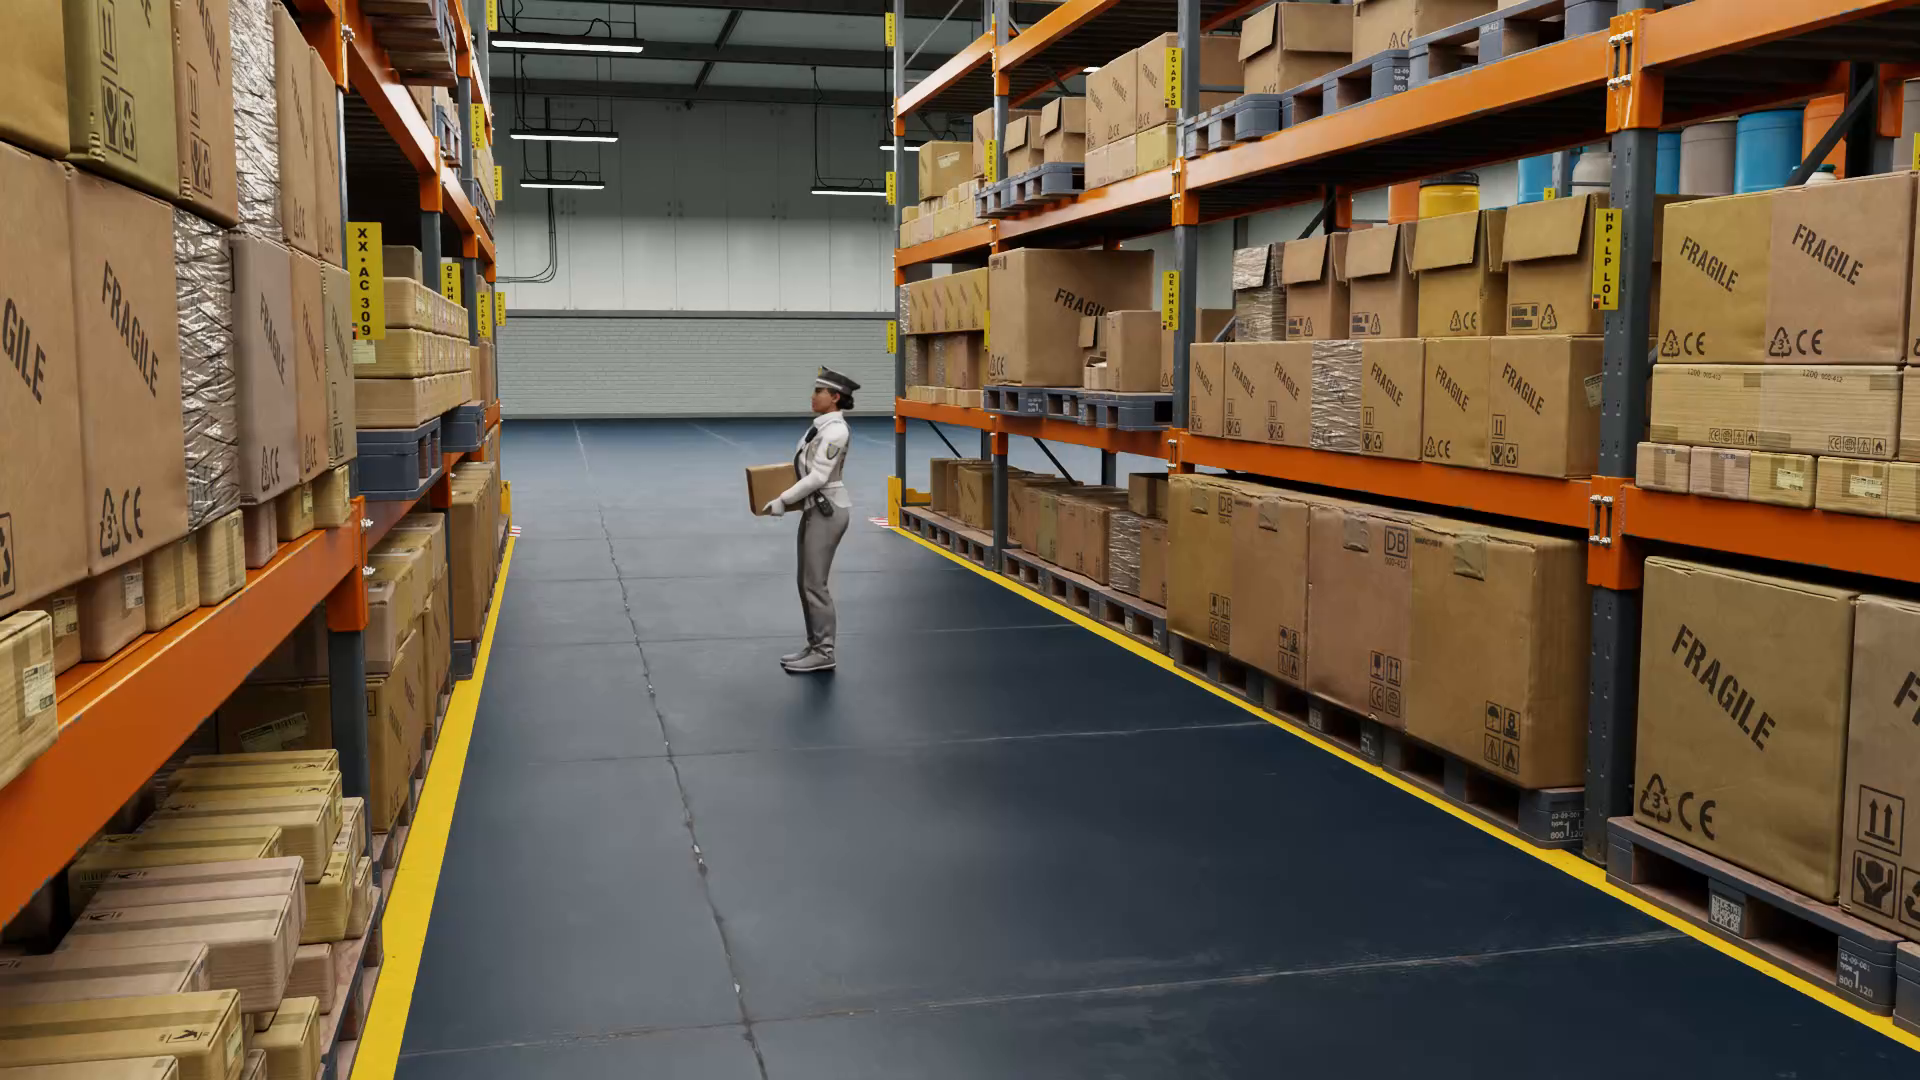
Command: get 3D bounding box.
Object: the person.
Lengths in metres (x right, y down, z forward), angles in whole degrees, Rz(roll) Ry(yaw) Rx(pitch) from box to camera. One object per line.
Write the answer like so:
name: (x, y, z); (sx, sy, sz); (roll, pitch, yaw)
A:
person: (-0.828, -0.123, 9.204); (0.555, 1.686, 0.459); (-1, 6, -13)
